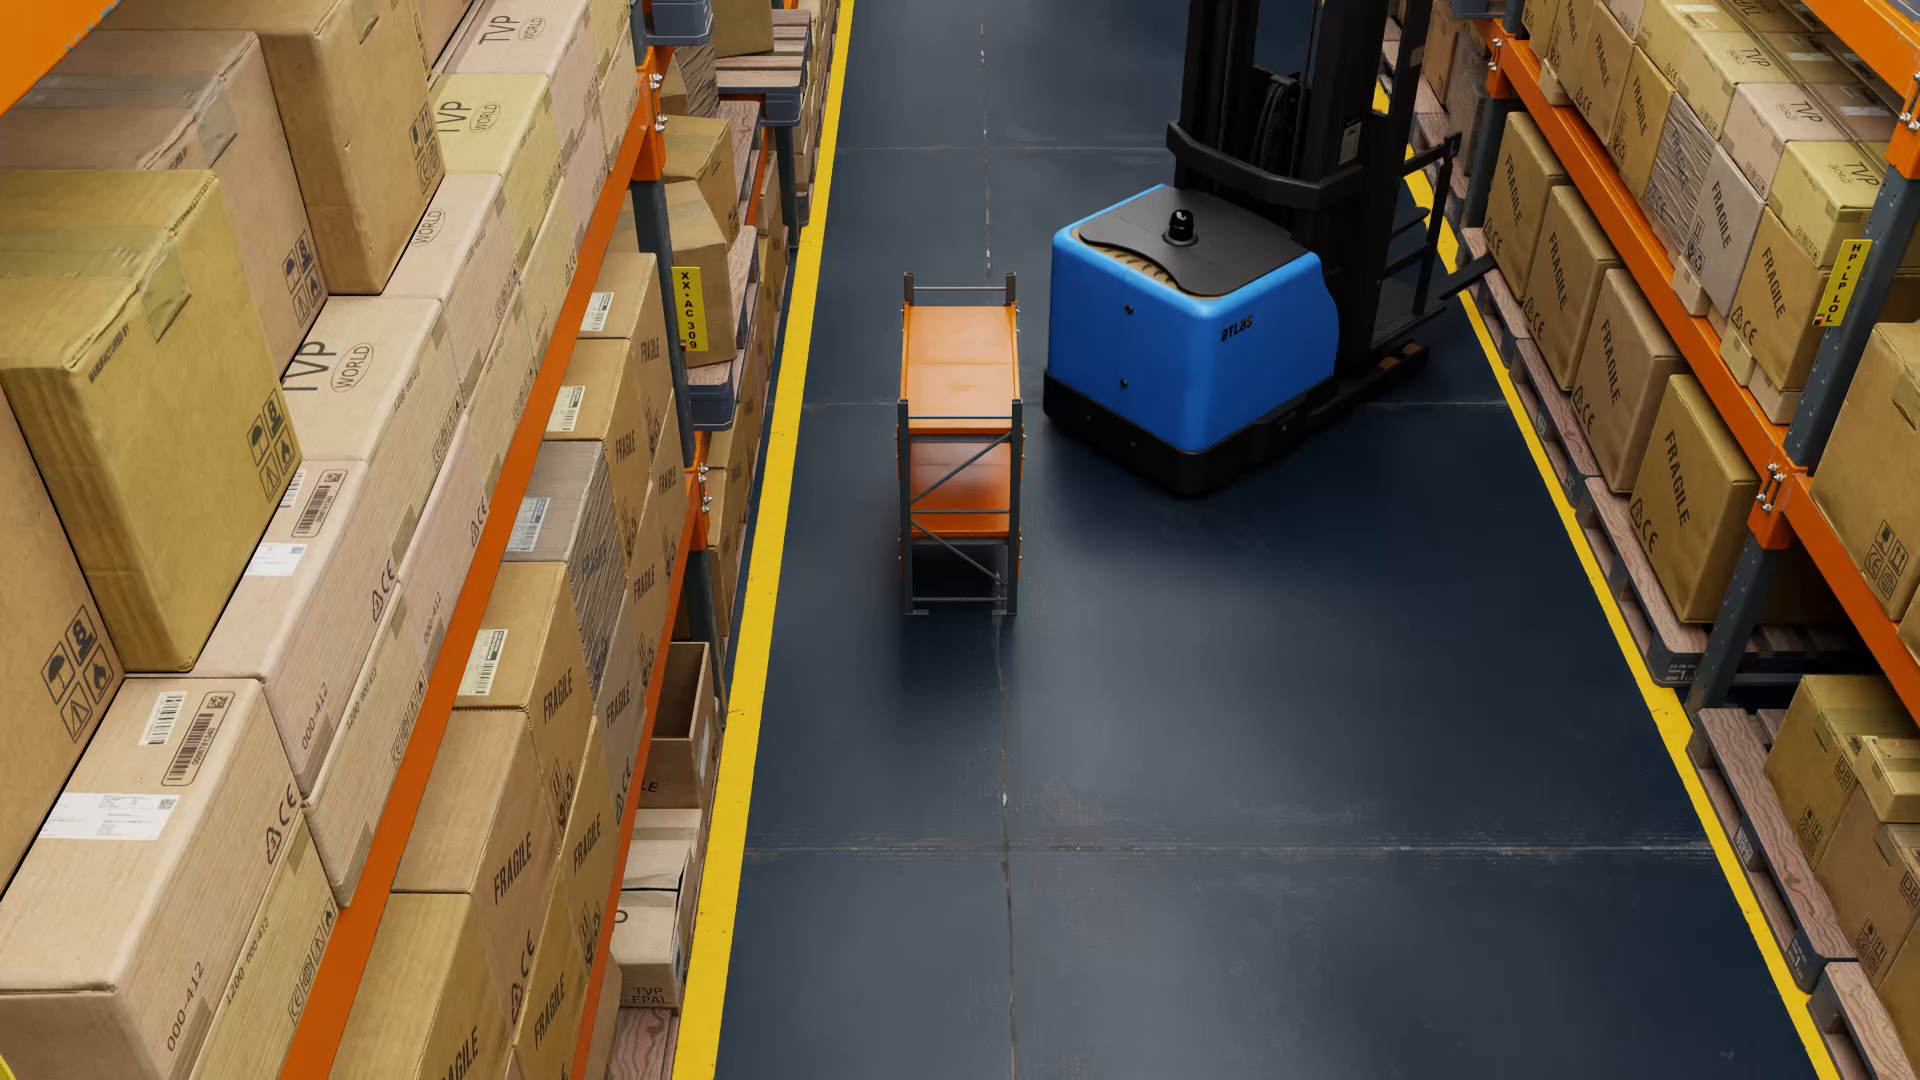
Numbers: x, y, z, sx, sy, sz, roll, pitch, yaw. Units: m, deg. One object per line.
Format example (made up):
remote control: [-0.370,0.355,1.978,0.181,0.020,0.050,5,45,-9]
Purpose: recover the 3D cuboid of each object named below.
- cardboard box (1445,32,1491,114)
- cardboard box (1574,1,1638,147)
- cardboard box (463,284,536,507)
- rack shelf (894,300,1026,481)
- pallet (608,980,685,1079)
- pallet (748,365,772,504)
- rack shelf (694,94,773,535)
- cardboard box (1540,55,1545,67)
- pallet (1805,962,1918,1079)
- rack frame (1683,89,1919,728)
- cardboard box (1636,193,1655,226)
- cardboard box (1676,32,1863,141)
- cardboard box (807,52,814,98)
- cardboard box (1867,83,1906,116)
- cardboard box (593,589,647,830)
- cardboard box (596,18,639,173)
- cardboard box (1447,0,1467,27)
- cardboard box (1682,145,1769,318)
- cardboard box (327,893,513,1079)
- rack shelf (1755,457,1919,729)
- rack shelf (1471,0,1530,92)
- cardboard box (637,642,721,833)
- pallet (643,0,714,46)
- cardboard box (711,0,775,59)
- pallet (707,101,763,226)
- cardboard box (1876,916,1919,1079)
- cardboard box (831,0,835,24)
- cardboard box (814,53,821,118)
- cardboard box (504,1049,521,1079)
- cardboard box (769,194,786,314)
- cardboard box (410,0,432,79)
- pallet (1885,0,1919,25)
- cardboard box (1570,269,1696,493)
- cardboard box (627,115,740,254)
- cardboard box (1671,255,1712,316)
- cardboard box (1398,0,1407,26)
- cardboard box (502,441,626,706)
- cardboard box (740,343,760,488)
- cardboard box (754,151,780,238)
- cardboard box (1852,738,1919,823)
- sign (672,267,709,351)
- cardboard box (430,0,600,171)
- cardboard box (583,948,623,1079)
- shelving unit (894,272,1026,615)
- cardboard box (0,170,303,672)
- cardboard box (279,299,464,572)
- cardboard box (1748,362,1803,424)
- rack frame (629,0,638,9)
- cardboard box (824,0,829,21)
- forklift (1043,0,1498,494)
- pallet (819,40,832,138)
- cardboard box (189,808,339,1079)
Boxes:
cardboard box: [3.552,-2.912,10.633,0.700,0.500,0.500,0,39,0]
cardboard box: [3.225,-2.165,7.719,0.500,0.500,0.500,0,39,0]
cardboard box: [-1.198,-0.307,3.455,0.500,0.250,0.500,0,39,0]
rack shelf: [0.000,-0.663,7.210,0.538,0.278,1.000,0,39,0]
pallet: [-1.455,1.846,5.278,1.003,0.211,1.213,0,39,0]
pallet: [-1.502,-0.622,8.357,1.003,0.211,1.213,0,39,0]
rack shelf: [-1.462,-1.406,7.682,1.077,0.370,4.000,0,39,0]
cardboard box: [3.250,-2.490,8.643,0.380,0.149,0.250,0,39,1]
pallet: [3.421,1.886,5.228,1.003,0.211,1.213,0,39,0]
rack frame: [3.494,-0.442,5.903,1.000,3.000,0.127,0,39,0]
cardboard box: [3.264,-1.524,7.438,0.380,0.149,0.250,1,39,1]
cardboard box: [3.246,-1.829,6.700,0.500,0.250,0.500,1,39,1]
cardboard box: [-1.180,-2.904,10.389,0.500,0.311,0.500,-1,39,-1]
cardboard box: [3.747,-1.513,6.306,0.500,0.250,0.500,0,39,0]
cardboard box: [-1.197,0.481,4.672,0.500,0.500,0.500,1,39,1]
cardboard box: [-1.193,-1.245,4.626,0.500,0.250,0.500,0,39,0]
cardboard box: [3.493,-3.561,10.842,0.500,0.250,0.500,0,39,0]
cardboard box: [3.231,-1.213,6.531,0.500,0.500,0.500,0,39,0]
cardboard box: [-1.200,1.031,3.185,0.500,0.500,0.500,0,39,0]
rack shelf: [3.497,1.089,4.568,1.077,0.370,4.000,0,39,0]
rack shelf: [3.487,-3.914,10.810,1.077,0.370,4.000,0,39,0]
cardboard box: [-1.175,0.723,6.096,0.500,0.500,0.500,0,39,0]
pallet: [-1.390,-1.942,5.526,1.213,0.211,1.003,0,39,0]
cardboard box: [-1.351,-2.747,8.363,0.700,0.500,0.500,-12,40,-15]
pallet: [-1.457,-1.647,7.560,1.003,0.211,1.213,0,39,0]
cardboard box: [3.388,1.472,5.178,0.700,0.500,0.500,1,39,1]
cardboard box: [-1.179,-3.955,12.149,0.500,0.250,0.500,-1,39,-1]
cardboard box: [-1.179,-2.996,10.953,0.500,0.250,0.500,-1,39,-1]
cardboard box: [-1.198,1.426,3.492,0.500,0.500,0.500,0,39,0]
cardboard box: [-1.228,-1.549,8.932,0.500,0.500,0.500,1,39,2]
cardboard box: [-1.555,-1.107,3.454,0.700,0.500,0.500,0,39,0]
pallet: [3.444,-2.112,5.741,0.805,0.209,1.217,-1,39,-2]
cardboard box: [3.360,-0.730,7.645,0.750,0.750,0.750,1,39,1]
cardboard box: [-1.300,-1.366,6.640,0.700,0.500,0.500,6,39,7]
cardboard box: [3.173,-1.048,6.844,0.380,0.149,0.250,0,39,0]
cardboard box: [3.553,-3.858,11.813,0.700,0.500,0.500,-1,39,-1]
cardboard box: [-1.196,0.086,4.365,0.500,0.500,0.500,0,39,0]
cardboard box: [-1.221,-0.581,7.724,0.500,0.500,0.500,0,39,0]
cardboard box: [-1.224,-1.807,8.653,0.500,0.250,0.500,1,39,2]
cardboard box: [3.211,0.798,5.500,0.380,0.149,0.250,1,39,1]
sign: [-0.917,-0.780,5.632,0.100,0.325,0.005,0,39,0]
cardboard box: [-1.190,-1.127,4.079,0.500,0.250,0.500,0,39,0]
cardboard box: [-1.452,1.541,5.073,0.797,0.503,0.637,0,39,0]
shelving unit: [0.000,-0.435,7.393,0.538,1.125,1.048,0,39,0]
cardboard box: [-1.388,-0.169,2.284,0.700,0.500,0.500,0,39,0]
cardboard box: [-1.196,-0.189,2.909,0.500,0.250,0.500,0,39,0]
cardboard box: [3.211,-0.563,6.239,0.380,0.149,0.250,0,39,0]
rack frame: [-1.459,-2.778,4.020,1.000,3.000,0.127,0,39,0]
cardboard box: [-1.176,-3.859,11.581,0.500,0.311,0.500,0,39,0]
forklift: [1.851,-2.156,8.096,3.031,2.935,1.130,-30,47,-32]
pallet: [-1.424,-3.126,11.481,1.003,0.211,1.213,0,39,0]
cardboard box: [-1.201,0.631,2.285,0.500,0.250,0.500,0,39,0]
